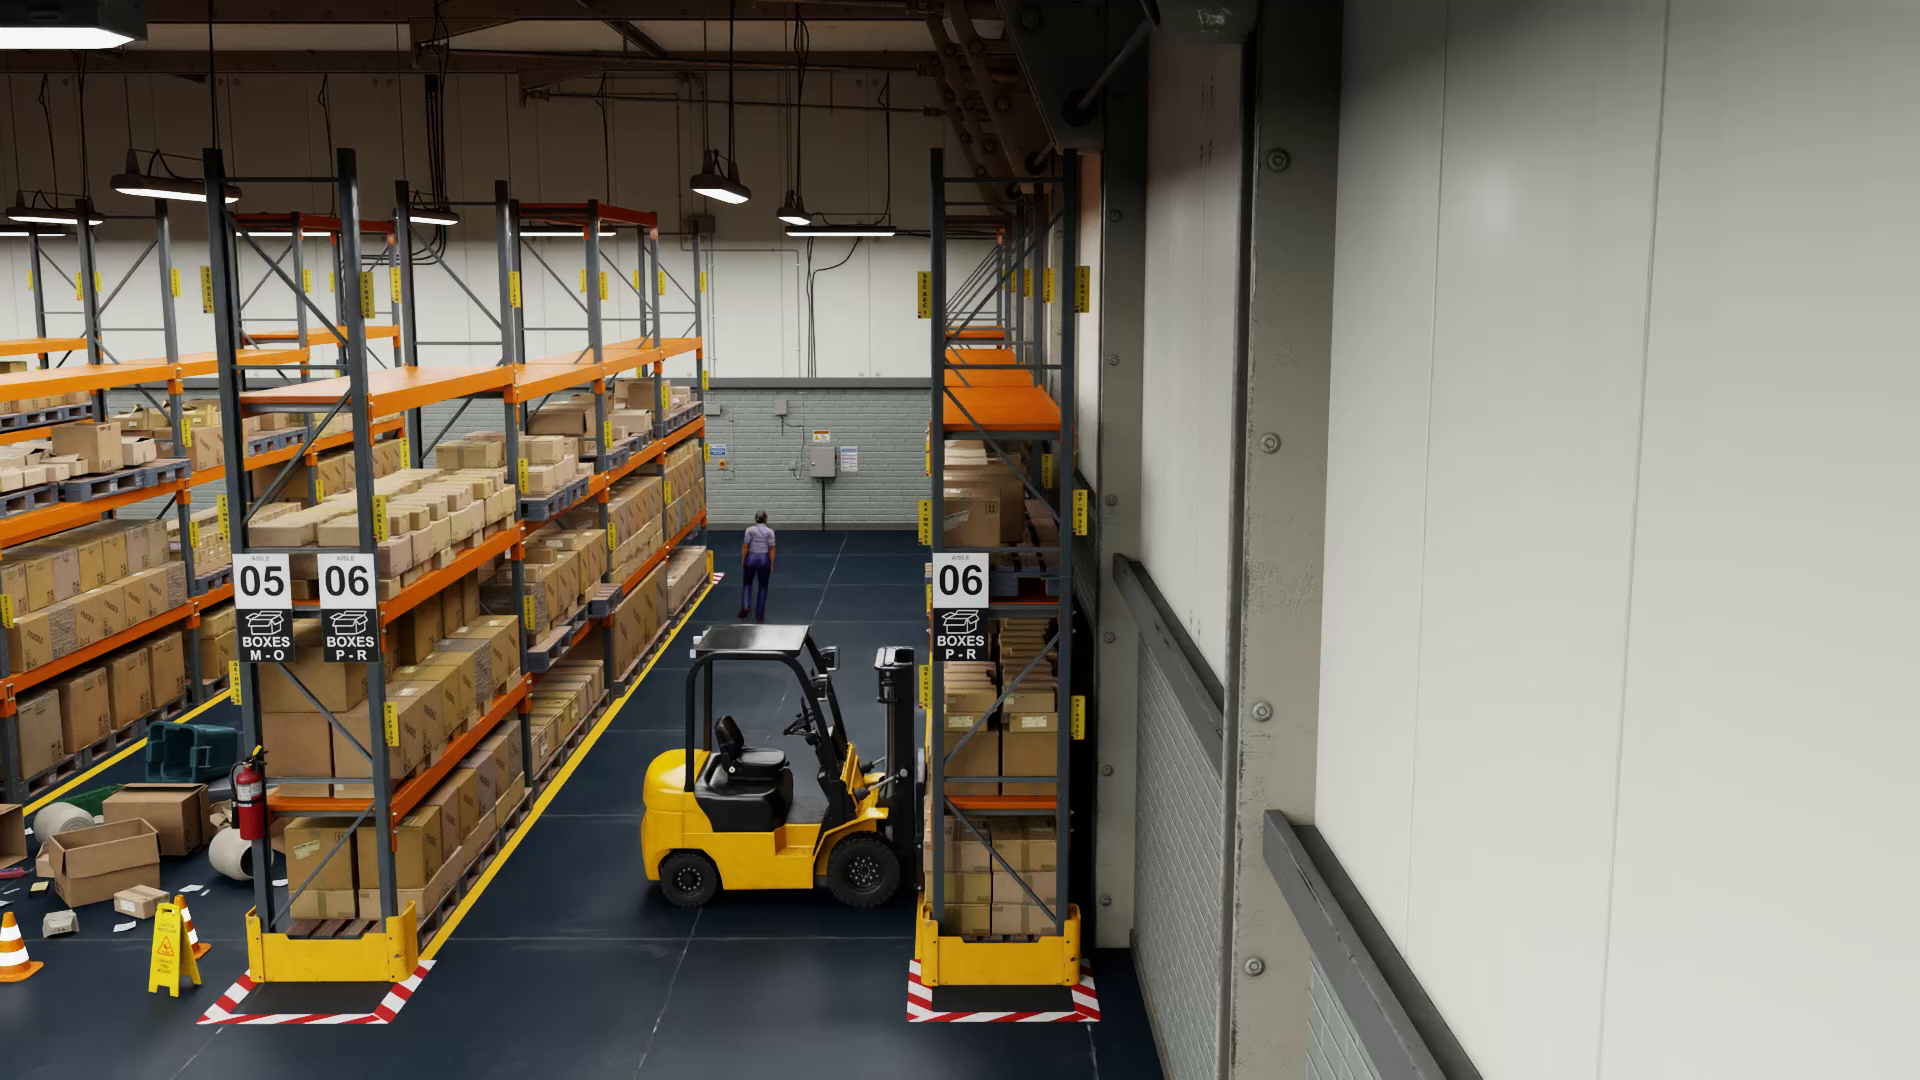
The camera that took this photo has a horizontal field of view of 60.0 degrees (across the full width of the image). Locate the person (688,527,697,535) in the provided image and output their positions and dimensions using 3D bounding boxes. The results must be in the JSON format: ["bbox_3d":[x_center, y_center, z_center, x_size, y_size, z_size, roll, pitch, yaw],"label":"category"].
[{"bbox_3d":[-5.343,-0.734,31.759,0.807,1.564,0.462,-9,13,-44],"label":"person"}]

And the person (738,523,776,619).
[{"bbox_3d":[-3.047,0.470,24.964,0.586,1.457,0.398,0,9,1],"label":"person"}]
